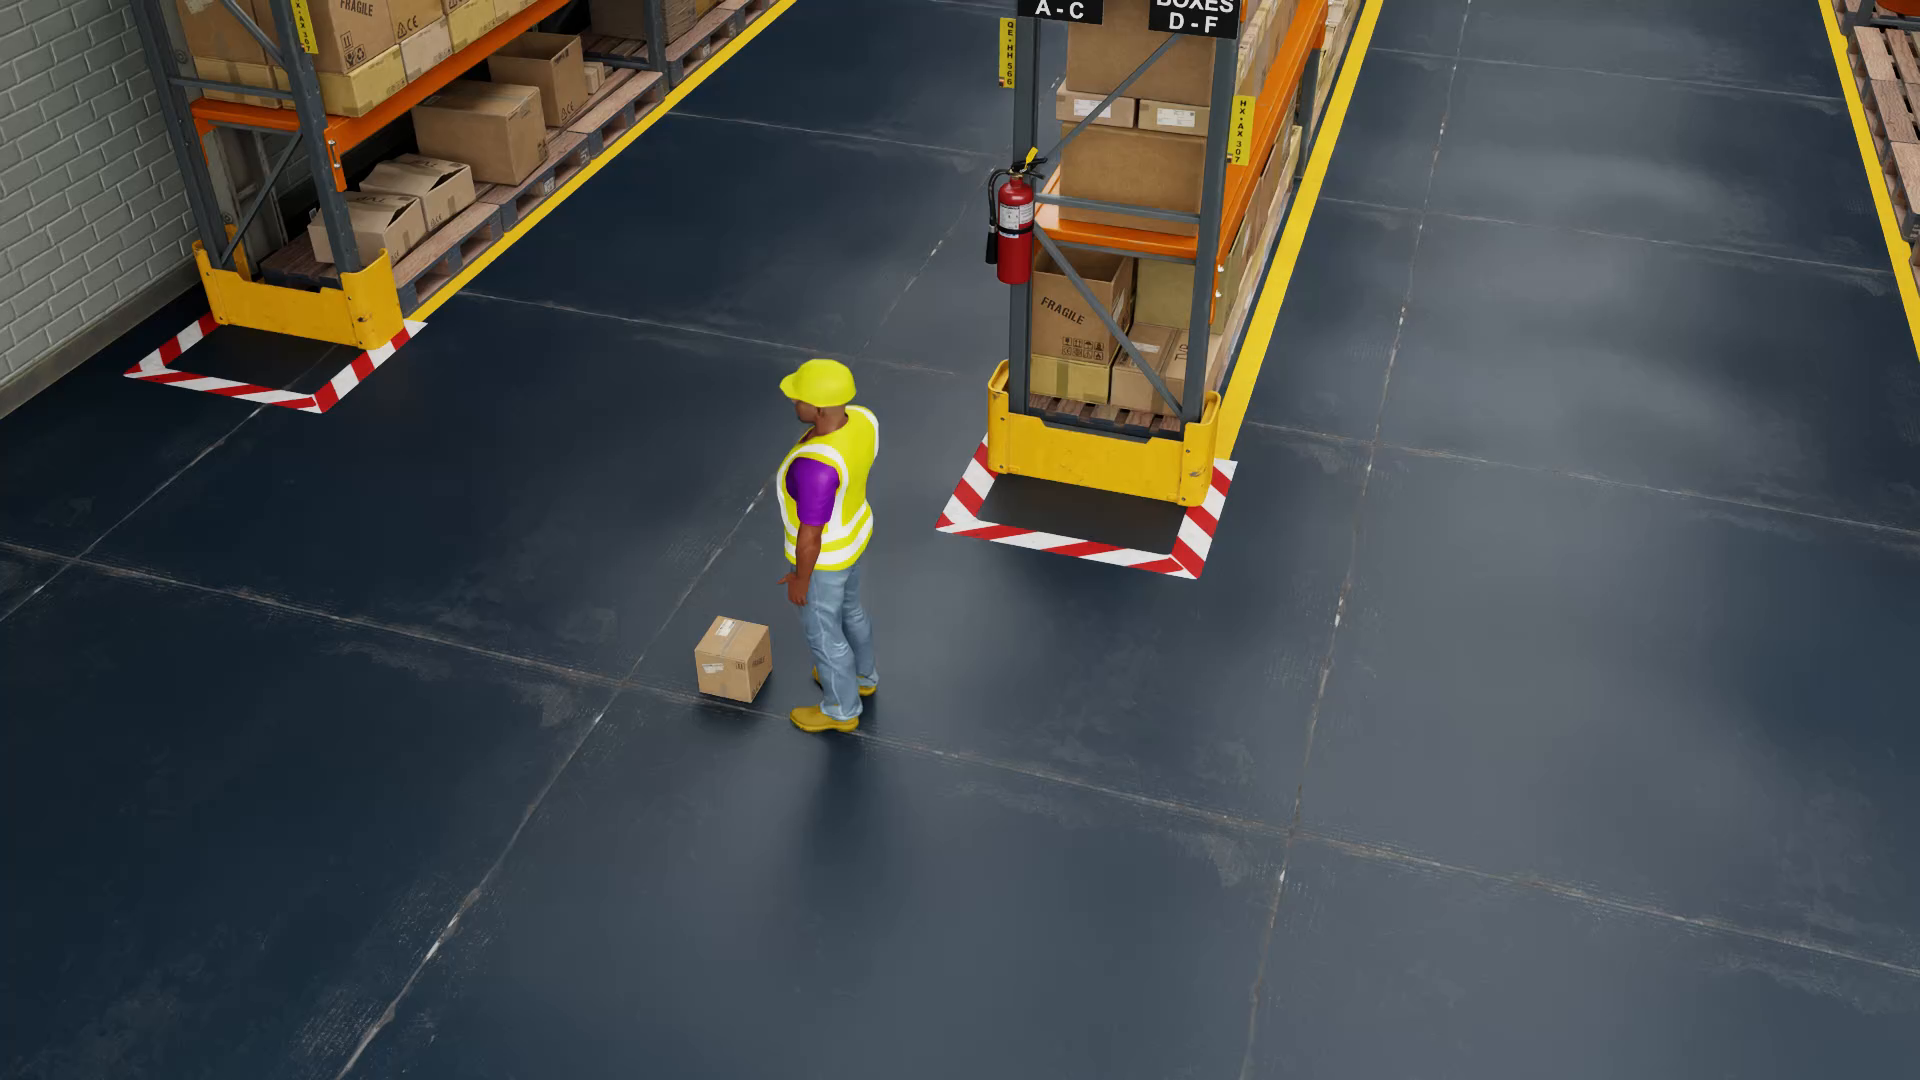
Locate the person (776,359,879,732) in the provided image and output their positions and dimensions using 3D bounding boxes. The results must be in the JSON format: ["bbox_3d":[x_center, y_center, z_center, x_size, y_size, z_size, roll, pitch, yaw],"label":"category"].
[{"bbox_3d":[-0.543,0.026,6.842,0.357,1.767,0.564,12,38,15],"label":"person"}]
